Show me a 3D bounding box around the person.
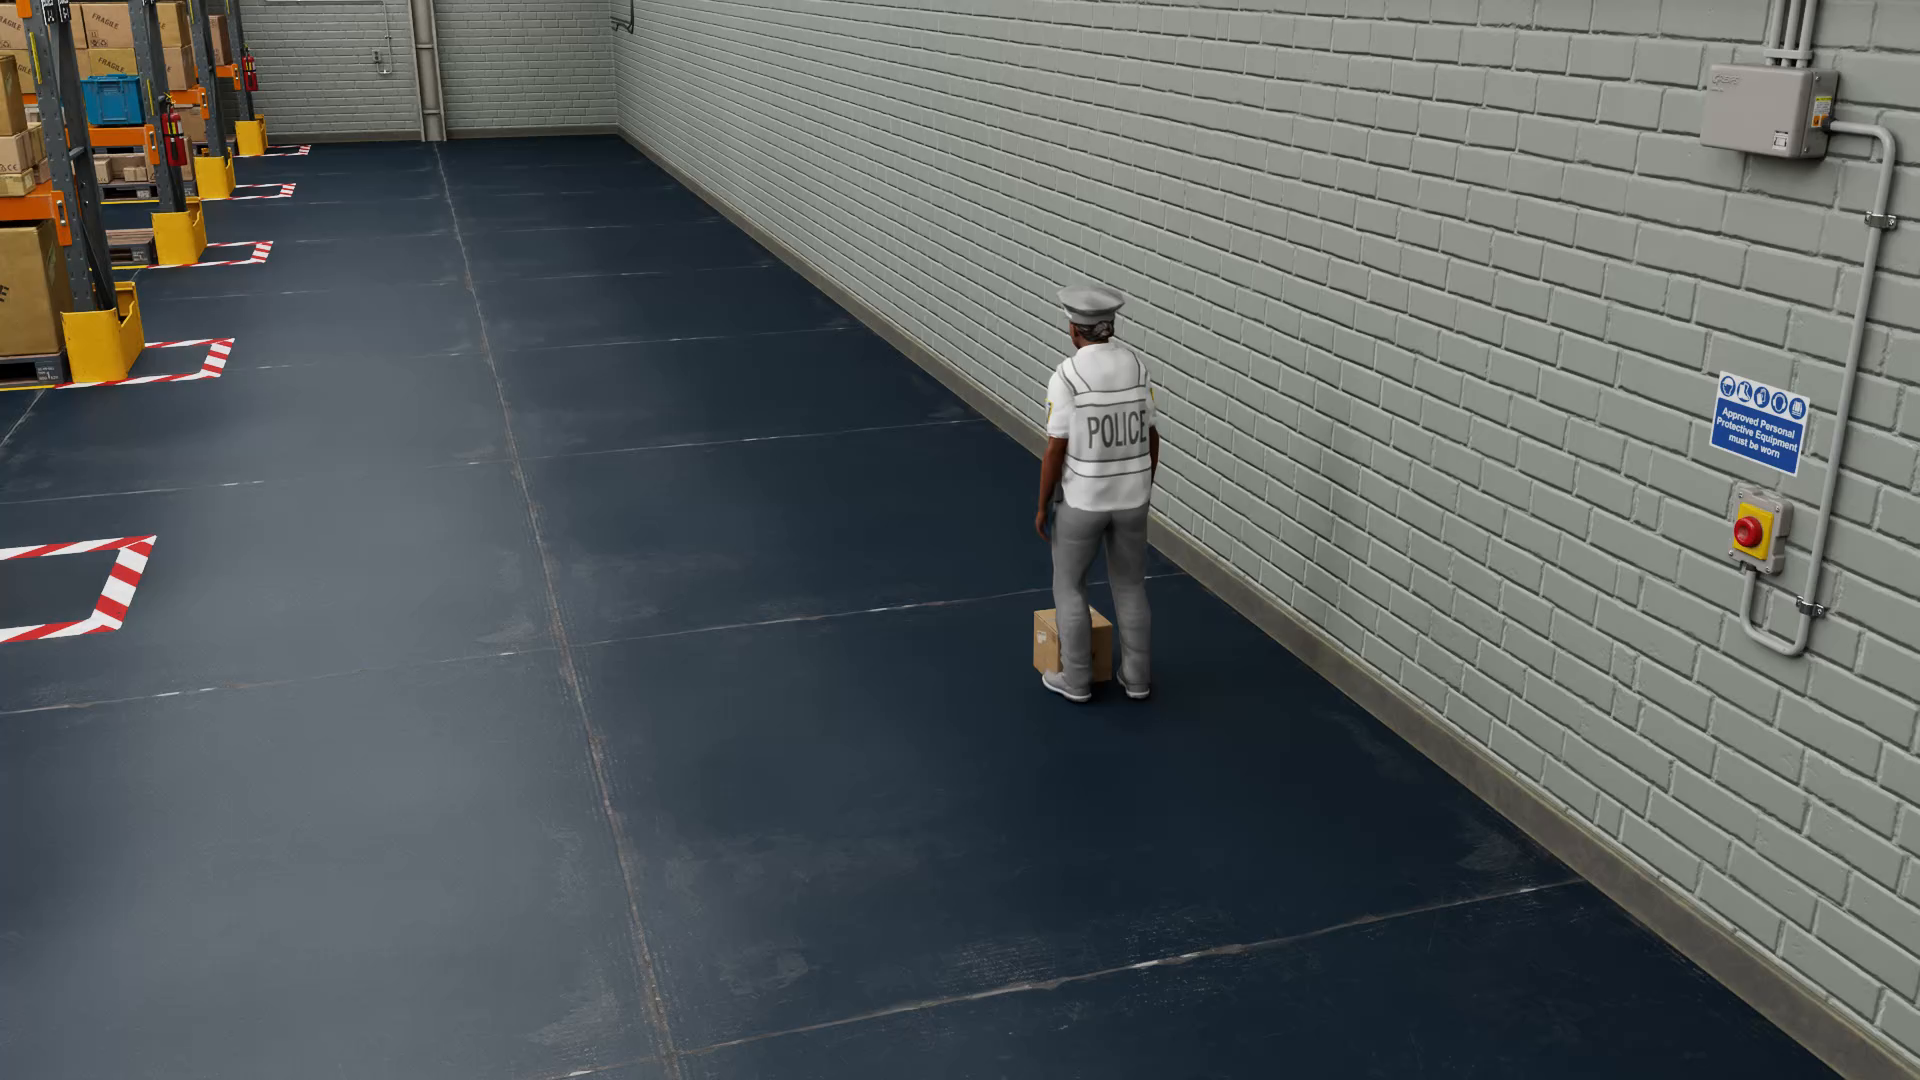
[{"bbox_3d":[0.543,-0.157,6.508,0.532,1.664,0.421,-7,21,-20],"label":"person"}]
